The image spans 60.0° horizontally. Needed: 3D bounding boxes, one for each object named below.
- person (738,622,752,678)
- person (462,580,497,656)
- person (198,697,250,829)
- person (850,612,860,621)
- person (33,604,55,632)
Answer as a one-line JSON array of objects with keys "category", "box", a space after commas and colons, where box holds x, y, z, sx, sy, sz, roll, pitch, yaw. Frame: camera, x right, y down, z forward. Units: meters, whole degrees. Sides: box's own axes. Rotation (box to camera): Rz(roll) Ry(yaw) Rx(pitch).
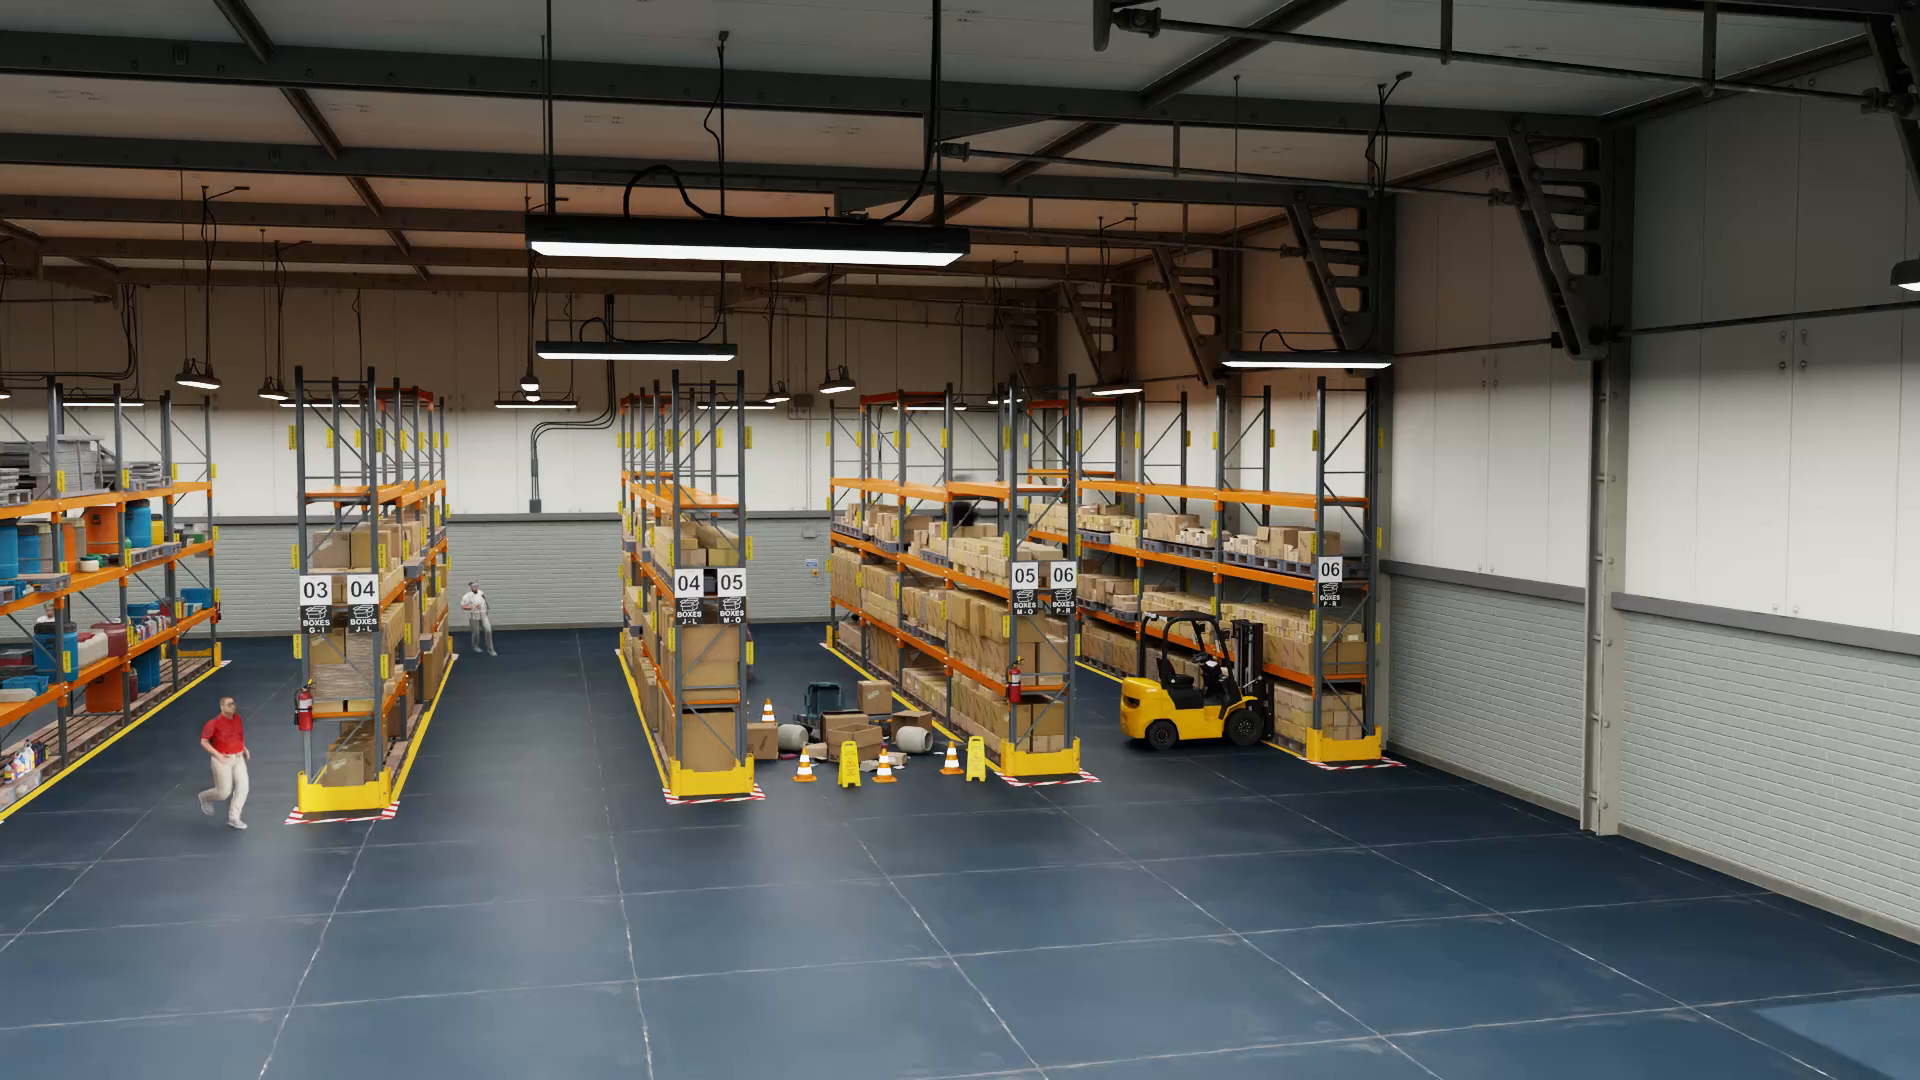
[{"category": "person", "box": [-4.672, 2.057, 34.997, 0.842, 1.667, 0.771, 1, 4, 20]}, {"category": "person", "box": [-11.327, 1.827, 38.901, 0.704, 1.796, 0.884, -3, 4, -39]}, {"category": "person", "box": [-9.567, 2.883, 21.636, 0.779, 1.702, 0.674, 2, 4, 29]}, {"category": "person", "box": [-2.482, 1.746, 41.650, 0.687, 1.565, 0.550, 0, 3, 6]}, {"category": "person", "box": [-18.813, 2.127, 34.398, 0.595, 1.666, 0.789, -2, 4, -26]}]
